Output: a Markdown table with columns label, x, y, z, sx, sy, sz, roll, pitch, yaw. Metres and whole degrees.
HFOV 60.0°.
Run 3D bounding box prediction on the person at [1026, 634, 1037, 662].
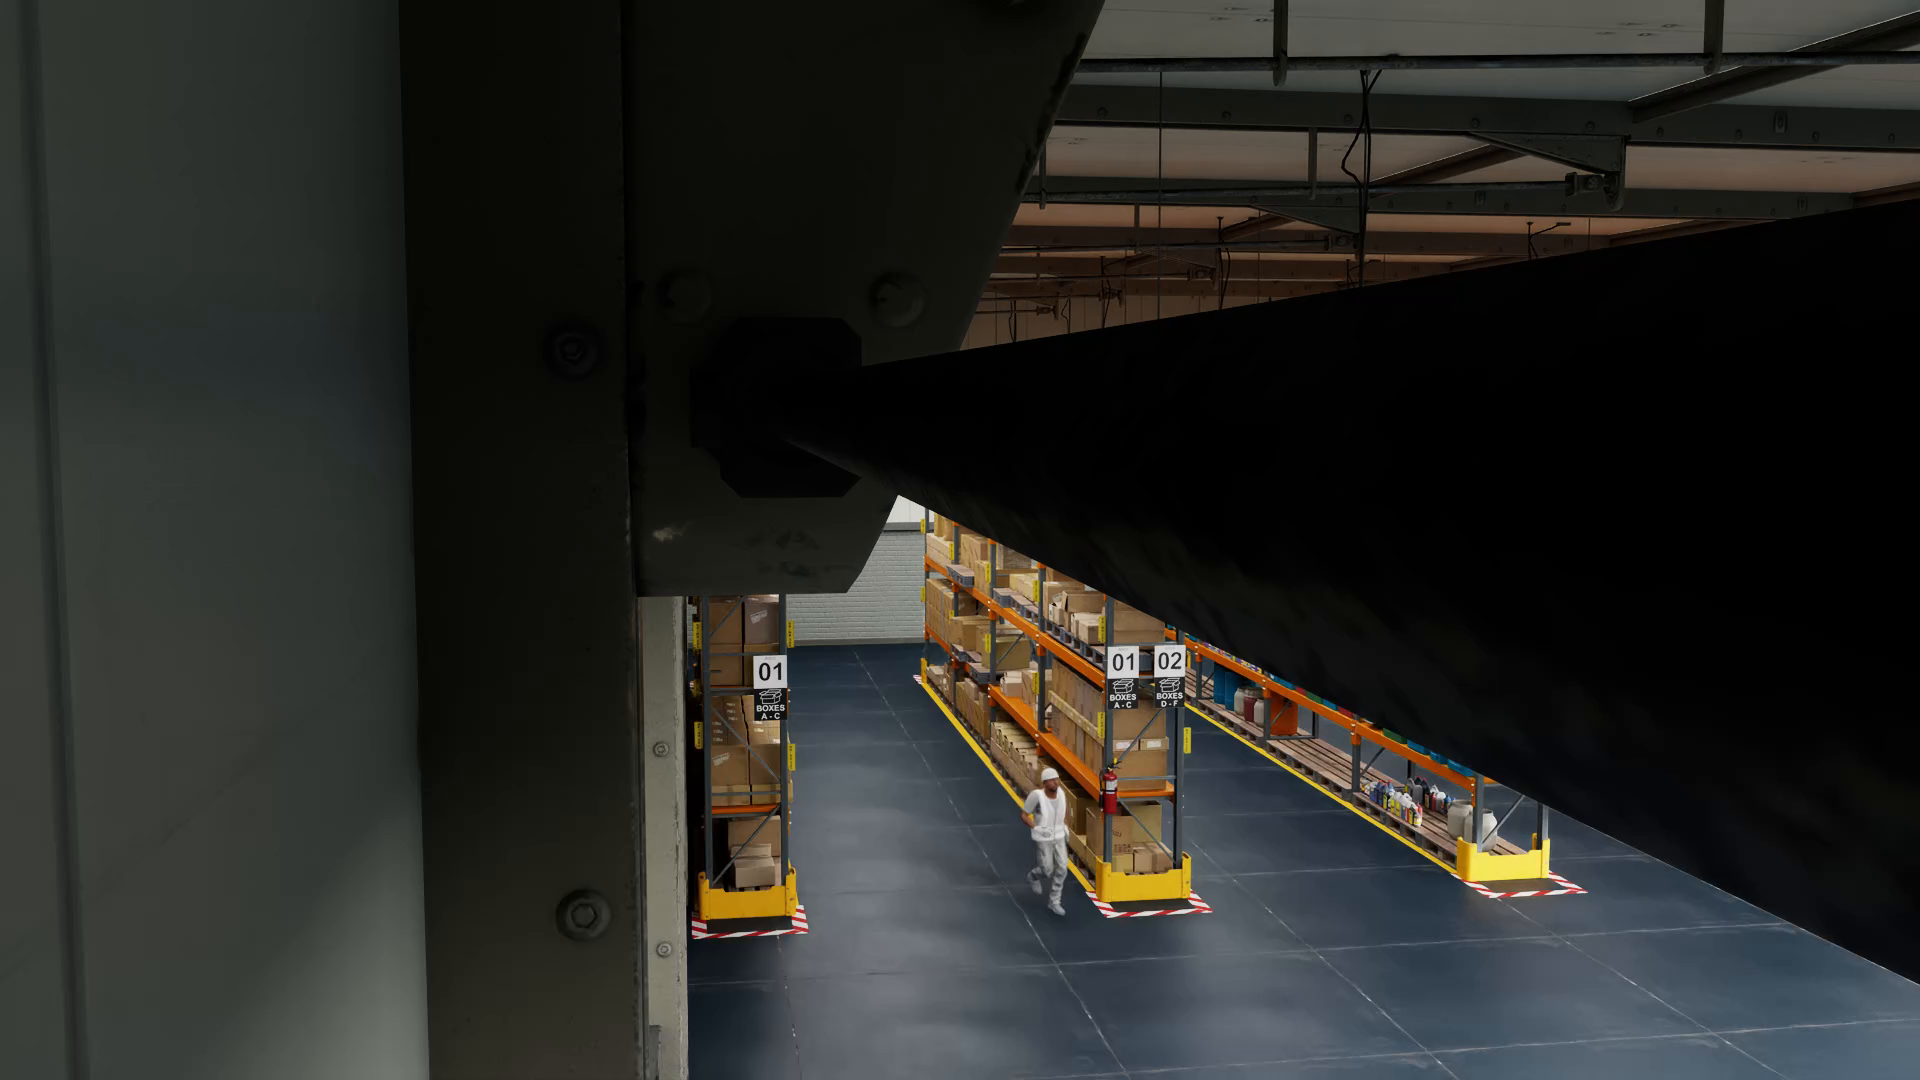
| label | x | y | z | sx | sy | sz | roll | pitch | yaw |
| --- | --- | --- | --- | --- | --- | --- | --- | --- | --- |
| person | 1.464 | 2.031 | 36.536 | 0.626 | 1.624 | 0.470 | -2 | 5 | -18 |

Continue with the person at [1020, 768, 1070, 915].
| label | x | y | z | sx | sy | sz | roll | pitch | yaw |
| --- | --- | --- | --- | --- | --- | --- | --- | --- | --- |
| person | 1.066 | 3.671 | 20.460 | 0.701 | 1.768 | 0.722 | -3 | 6 | -28 |
